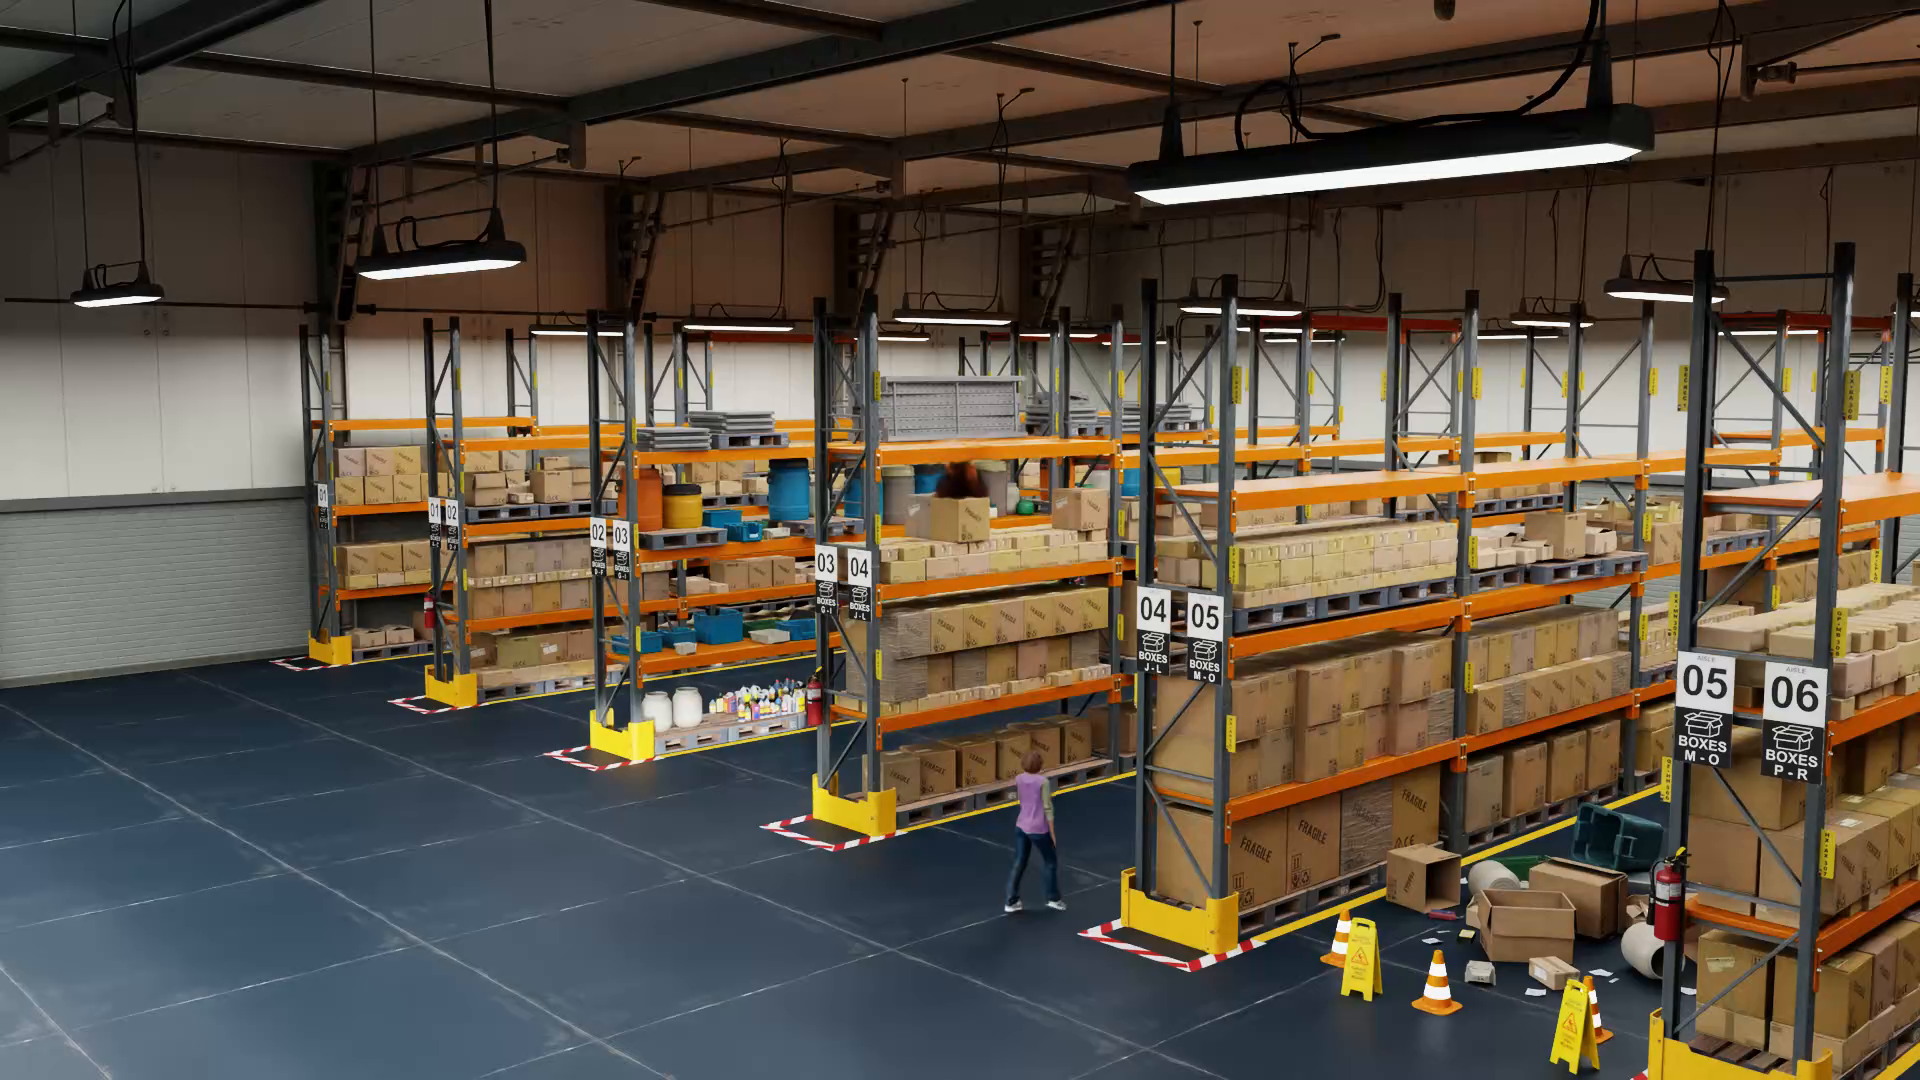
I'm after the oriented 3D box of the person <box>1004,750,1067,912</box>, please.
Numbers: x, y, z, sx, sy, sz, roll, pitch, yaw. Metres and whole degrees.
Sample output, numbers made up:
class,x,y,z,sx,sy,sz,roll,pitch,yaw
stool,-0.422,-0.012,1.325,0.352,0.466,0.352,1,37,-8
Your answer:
class,x,y,z,sx,sy,sz,roll,pitch,yaw
person,0.725,2.791,15.898,0.696,1.612,0.534,-4,7,-36

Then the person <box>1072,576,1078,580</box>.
class,x,y,z,sx,sy,sz,roll,pitch,yaw
person,2.665,0.340,39.697,0.505,1.672,0.503,-4,7,-36
